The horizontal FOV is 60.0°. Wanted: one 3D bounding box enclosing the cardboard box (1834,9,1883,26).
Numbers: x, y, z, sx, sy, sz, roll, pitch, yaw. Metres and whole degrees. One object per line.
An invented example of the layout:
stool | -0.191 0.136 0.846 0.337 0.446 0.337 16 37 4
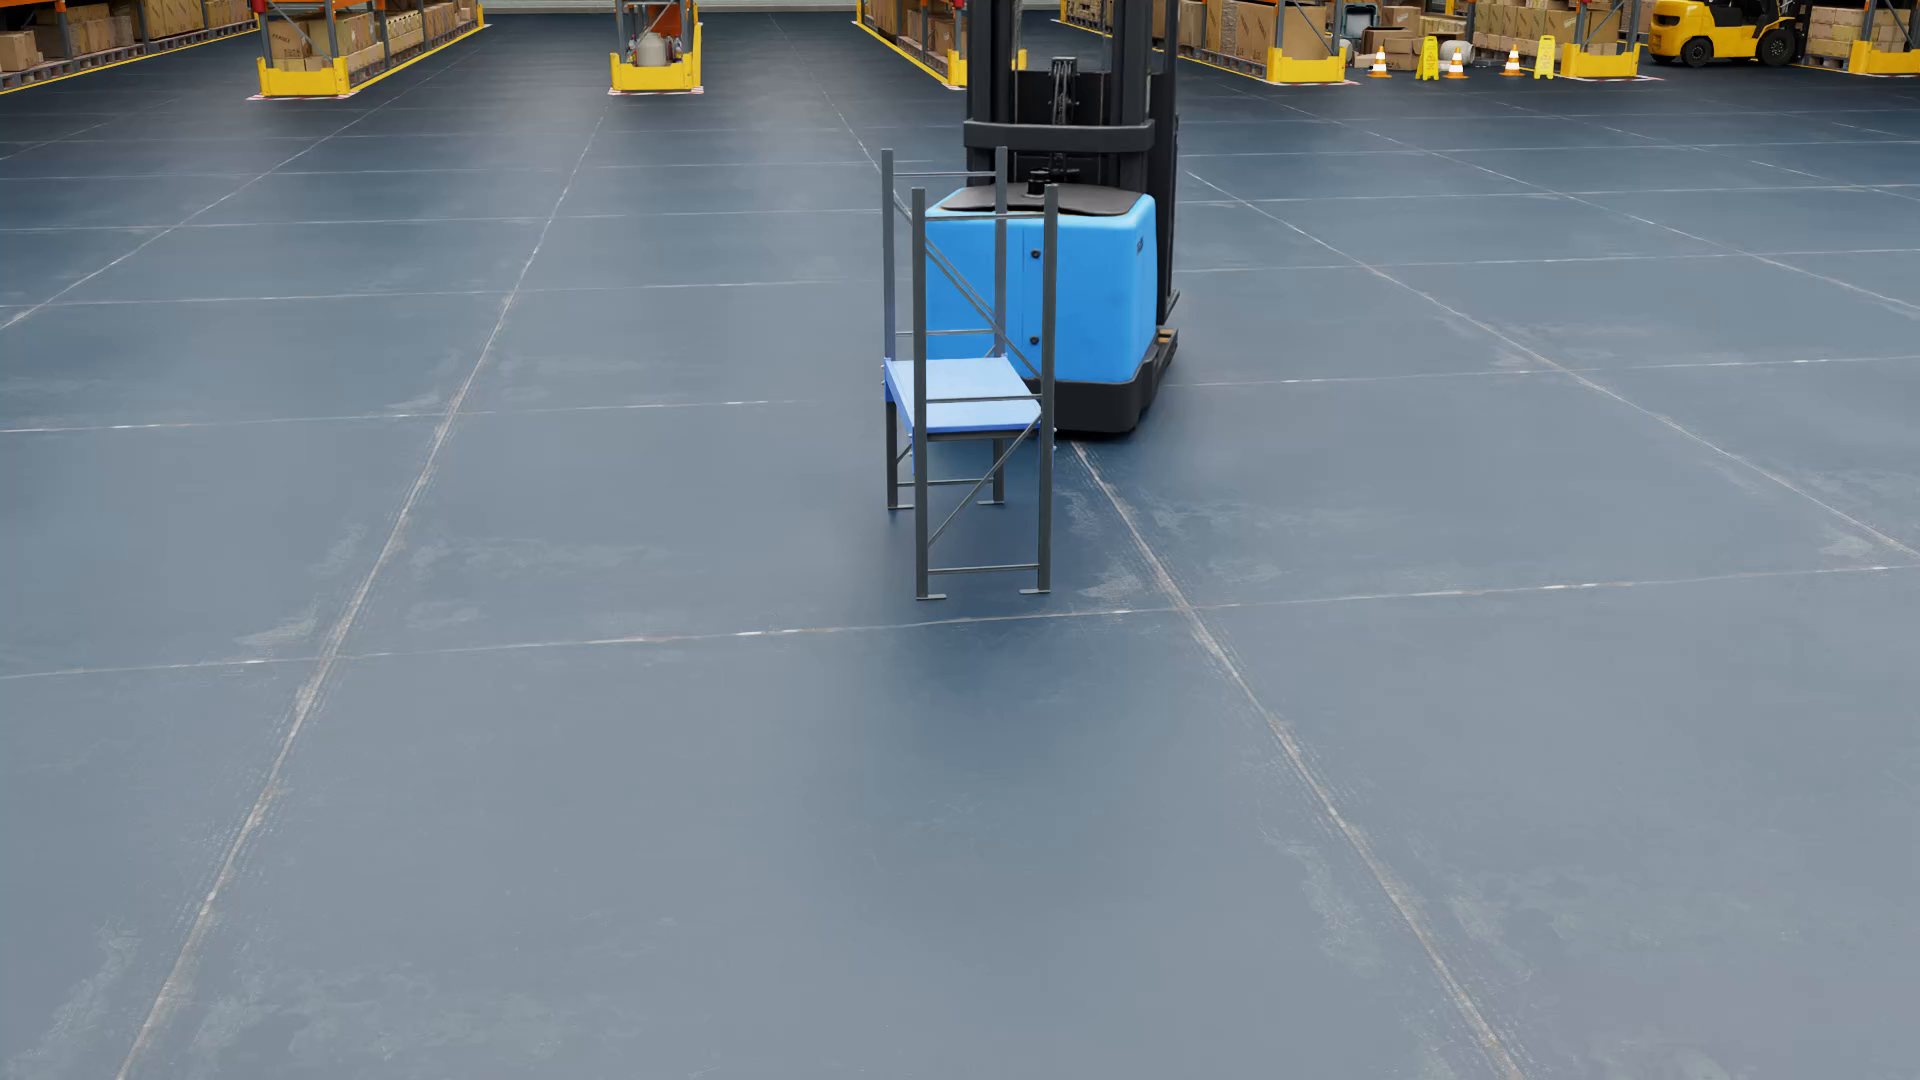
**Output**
cardboard box | 14.764 -8.587 27.321 0.500 0.250 0.500 -2 21 -6

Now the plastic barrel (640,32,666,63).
plastic barrel | -4.723 -7.494 25.449 0.421 0.512 0.421 0 20 0

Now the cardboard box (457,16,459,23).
cardboard box | -11.093 -11.305 36.119 0.380 0.166 0.250 -3 21 -8

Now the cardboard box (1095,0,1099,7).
cardboard box | 3.229 -12.021 37.239 0.380 0.149 0.250 -3 21 -7

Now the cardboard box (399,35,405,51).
cardboard box | -9.922 -8.618 28.834 0.500 0.250 0.500 -4 21 -9

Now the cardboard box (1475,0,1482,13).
cardboard box | 12.911 -13.117 40.522 0.700 0.500 0.500 -2 21 -6

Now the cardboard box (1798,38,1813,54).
cardboard box | 14.633 -8.468 28.431 0.500 0.250 0.500 -3 21 -7

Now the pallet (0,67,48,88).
pallet | -14.550 -6.990 25.129 1.003 0.211 1.213 -3 21 -8

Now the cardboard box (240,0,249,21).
cardboard box | -16.391 -11.893 37.245 0.700 0.500 0.500 -3 21 -8

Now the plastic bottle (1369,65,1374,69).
plastic bottle | 6.921 -7.882 27.733 0.133 0.061 0.283 -11 23 -26

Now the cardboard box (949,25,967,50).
cardboard box | 0.120 -8.176 27.292 0.500 0.500 0.500 -5 21 -13

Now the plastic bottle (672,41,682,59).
plastic bottle | -4.585 -7.937 26.943 0.152 0.276 0.135 -3 21 -7

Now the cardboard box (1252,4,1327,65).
cardboard box | 5.180 -7.963 26.185 0.875 0.875 0.875 -3 21 -7

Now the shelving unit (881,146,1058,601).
shelving unit | 0.012 -0.673 6.375 0.538 1.500 1.048 -3 21 -8

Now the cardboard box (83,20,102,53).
cardboard box | -15.141 -8.594 28.384 0.700 0.500 0.500 -3 21 -7

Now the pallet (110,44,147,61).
pallet | -15.326 -8.758 29.864 1.003 0.211 1.213 -3 21 -8

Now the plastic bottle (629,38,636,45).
plastic bottle | -5.236 -7.838 26.571 0.144 0.351 0.185 -2 21 -6

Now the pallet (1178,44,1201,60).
pallet | 4.581 -8.872 30.168 1.003 0.211 1.213 -3 21 -8

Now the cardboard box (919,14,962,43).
cardboard box | -0.354 -9.308 30.295 0.700 0.500 0.500 -5 21 -12

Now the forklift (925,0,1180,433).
forklift | 0.629 -2.363 8.853 1.130 2.935 3.031 5 21 12

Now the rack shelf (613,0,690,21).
rack shelf | -4.769 -8.420 26.002 1.077 0.370 4.000 -3 21 -8

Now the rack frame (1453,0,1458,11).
rack frame | 12.832 -14.606 41.535 1.000 3.000 0.127 -3 21 -8

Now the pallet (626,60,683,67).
pallet | -4.822 -7.486 26.457 1.003 0.211 1.213 -3 21 -8

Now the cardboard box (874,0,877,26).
cardboard box | -1.197 -11.450 35.523 1.225 0.875 0.875 -3 21 -8

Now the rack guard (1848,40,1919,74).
rack guard | 15.142 -7.887 27.118 1.175 0.500 0.348 -3 21 -8

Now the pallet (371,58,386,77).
pallet | -9.886 -7.618 26.810 1.003 0.211 1.213 -3 21 -8

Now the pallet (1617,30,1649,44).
pallet | 14.065 -10.243 33.839 1.003 0.211 1.213 -3 21 -8

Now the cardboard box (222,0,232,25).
cardboard box | -16.161 -11.362 35.822 0.700 0.500 0.500 -2 21 -6

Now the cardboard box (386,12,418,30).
cardboard box | -10.135 -9.409 30.149 0.500 0.311 0.500 -3 21 -9

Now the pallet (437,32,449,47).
pallet | -10.779 -9.962 33.087 1.003 0.211 1.213 -3 21 -8

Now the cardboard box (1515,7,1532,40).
cardboard box | 9.709 -8.694 27.965 0.500 0.500 0.500 -3 21 -9

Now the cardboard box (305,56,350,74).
cardboard box | -9.240 -6.922 24.292 0.500 0.250 0.500 -3 21 -8

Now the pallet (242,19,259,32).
pallet | -16.398 -11.526 37.274 1.003 0.211 1.213 -3 21 -8

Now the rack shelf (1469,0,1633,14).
rack shelf | 9.939 -9.170 28.009 1.077 0.370 4.000 -3 21 -8

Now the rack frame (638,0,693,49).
rack frame | -5.634 -10.835 31.438 1.000 3.000 0.127 -3 21 -8

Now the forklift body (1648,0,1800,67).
forklift body | 13.060 -9.233 28.363 2.313 2.155 1.214 -3 21 -8

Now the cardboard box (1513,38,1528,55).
cardboard box | 9.697 -8.350 28.116 0.500 0.250 0.500 -4 21 -10

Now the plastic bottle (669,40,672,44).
plastic bottle | -4.702 -7.983 27.056 0.061 0.283 0.133 -3 21 -8

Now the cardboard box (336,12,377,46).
cardboard box | -9.616 -8.138 26.476 0.500 0.500 0.500 -3 21 -8

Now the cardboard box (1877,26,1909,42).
cardboard box | 15.276 -8.382 27.487 0.500 0.250 0.500 -3 21 -7

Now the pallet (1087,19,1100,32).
pallet | 3.482 -11.609 37.497 1.003 0.211 1.213 -3 21 -8

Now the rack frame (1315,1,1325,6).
rack frame | 8.498 -12.969 37.153 1.000 3.000 0.127 -3 21 -8

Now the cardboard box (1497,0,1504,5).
cardboard box | 9.503 -9.321 28.717 0.380 0.149 0.250 -2 21 -6

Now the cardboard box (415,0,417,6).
cardboard box | -11.140 -10.832 33.302 0.500 0.250 0.500 -3 21 -8

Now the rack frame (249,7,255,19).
rack frame | -16.590 -13.105 37.517 1.000 3.000 0.127 -3 21 -8

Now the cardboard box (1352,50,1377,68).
cardboard box | 6.837 -8.132 28.109 0.396 0.266 0.258 1 20 2

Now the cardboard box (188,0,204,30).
cardboard box | -15.791 -10.691 33.526 0.750 0.750 0.750 -3 21 -7

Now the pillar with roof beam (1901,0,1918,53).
pillar with roof beam | 11.670 -11.946 25.839 9.100 9.000 0.400 -3 21 -8

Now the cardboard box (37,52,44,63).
cardboard box | -14.754 -7.645 26.319 0.380 0.166 0.250 -6 21 -15

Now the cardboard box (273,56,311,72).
cardboard box | -9.752 -6.896 24.222 0.500 0.250 0.500 -3 21 -8

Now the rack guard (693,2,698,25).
rack guard | -6.803 -12.441 39.312 1.175 0.500 0.348 -3 21 -8

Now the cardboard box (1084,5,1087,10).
cardboard box | 3.107 -12.425 38.744 0.380 0.149 0.250 -2 21 -5

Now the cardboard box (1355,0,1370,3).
cardboard box | 8.932 -11.338 35.223 0.875 0.875 0.875 -3 21 -7

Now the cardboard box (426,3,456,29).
cardboard box | -10.758 -10.850 34.423 0.500 0.500 0.500 -3 21 -8
